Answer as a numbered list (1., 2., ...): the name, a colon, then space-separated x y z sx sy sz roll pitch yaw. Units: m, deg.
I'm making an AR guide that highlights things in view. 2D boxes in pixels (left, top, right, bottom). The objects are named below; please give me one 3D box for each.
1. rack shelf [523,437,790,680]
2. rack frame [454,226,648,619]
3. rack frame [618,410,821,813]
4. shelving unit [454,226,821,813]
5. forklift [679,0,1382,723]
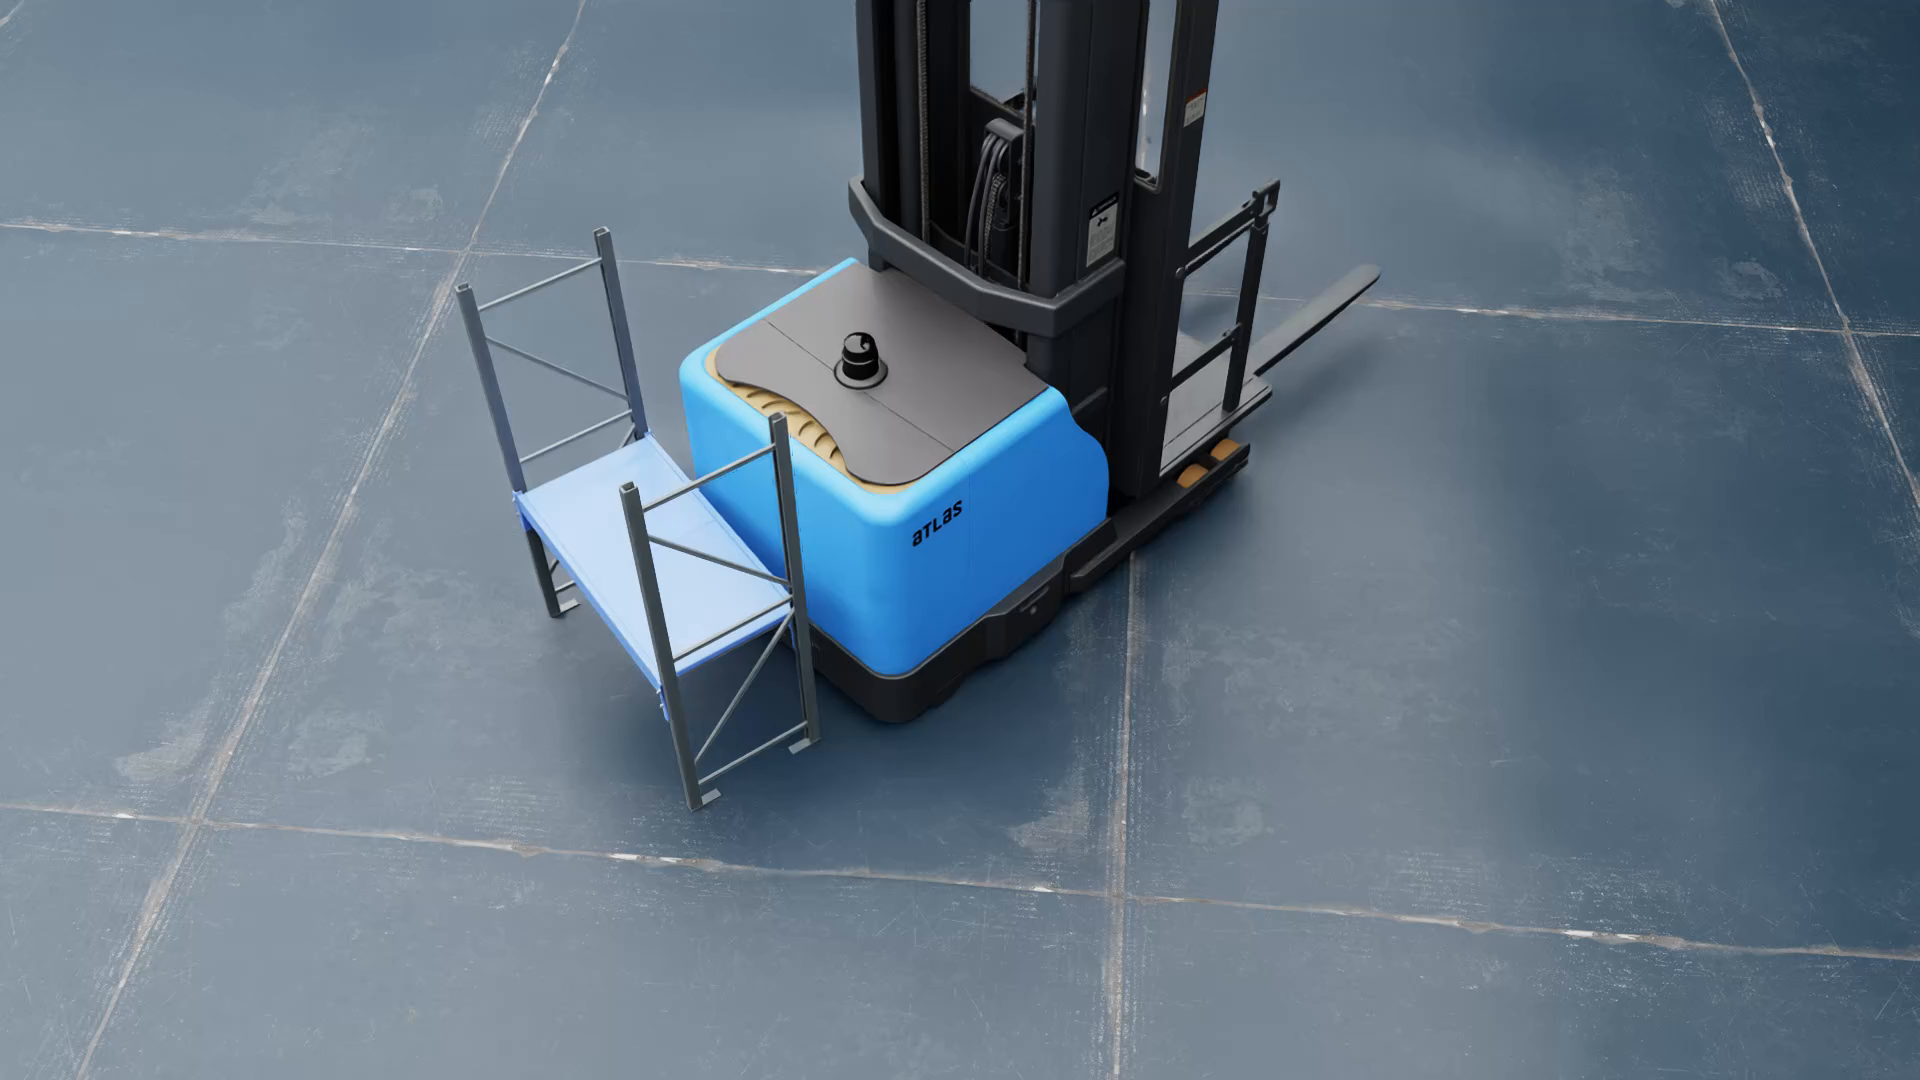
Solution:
1. rack shelf: -0.982 0.053 5.363 0.459 0.062 0.952 -28 54 -23
2. rack frame: -1.281 -0.339 5.544 0.500 1.500 0.032 -28 54 -23
3. rack frame: -0.682 0.268 4.989 0.500 1.500 0.032 -28 54 -23
4. shelving unit: -0.982 -0.036 5.266 0.500 1.500 1.048 -28 54 -23
5. forklift: 0.474 -1.359 5.506 1.130 2.935 3.031 36 57 28
